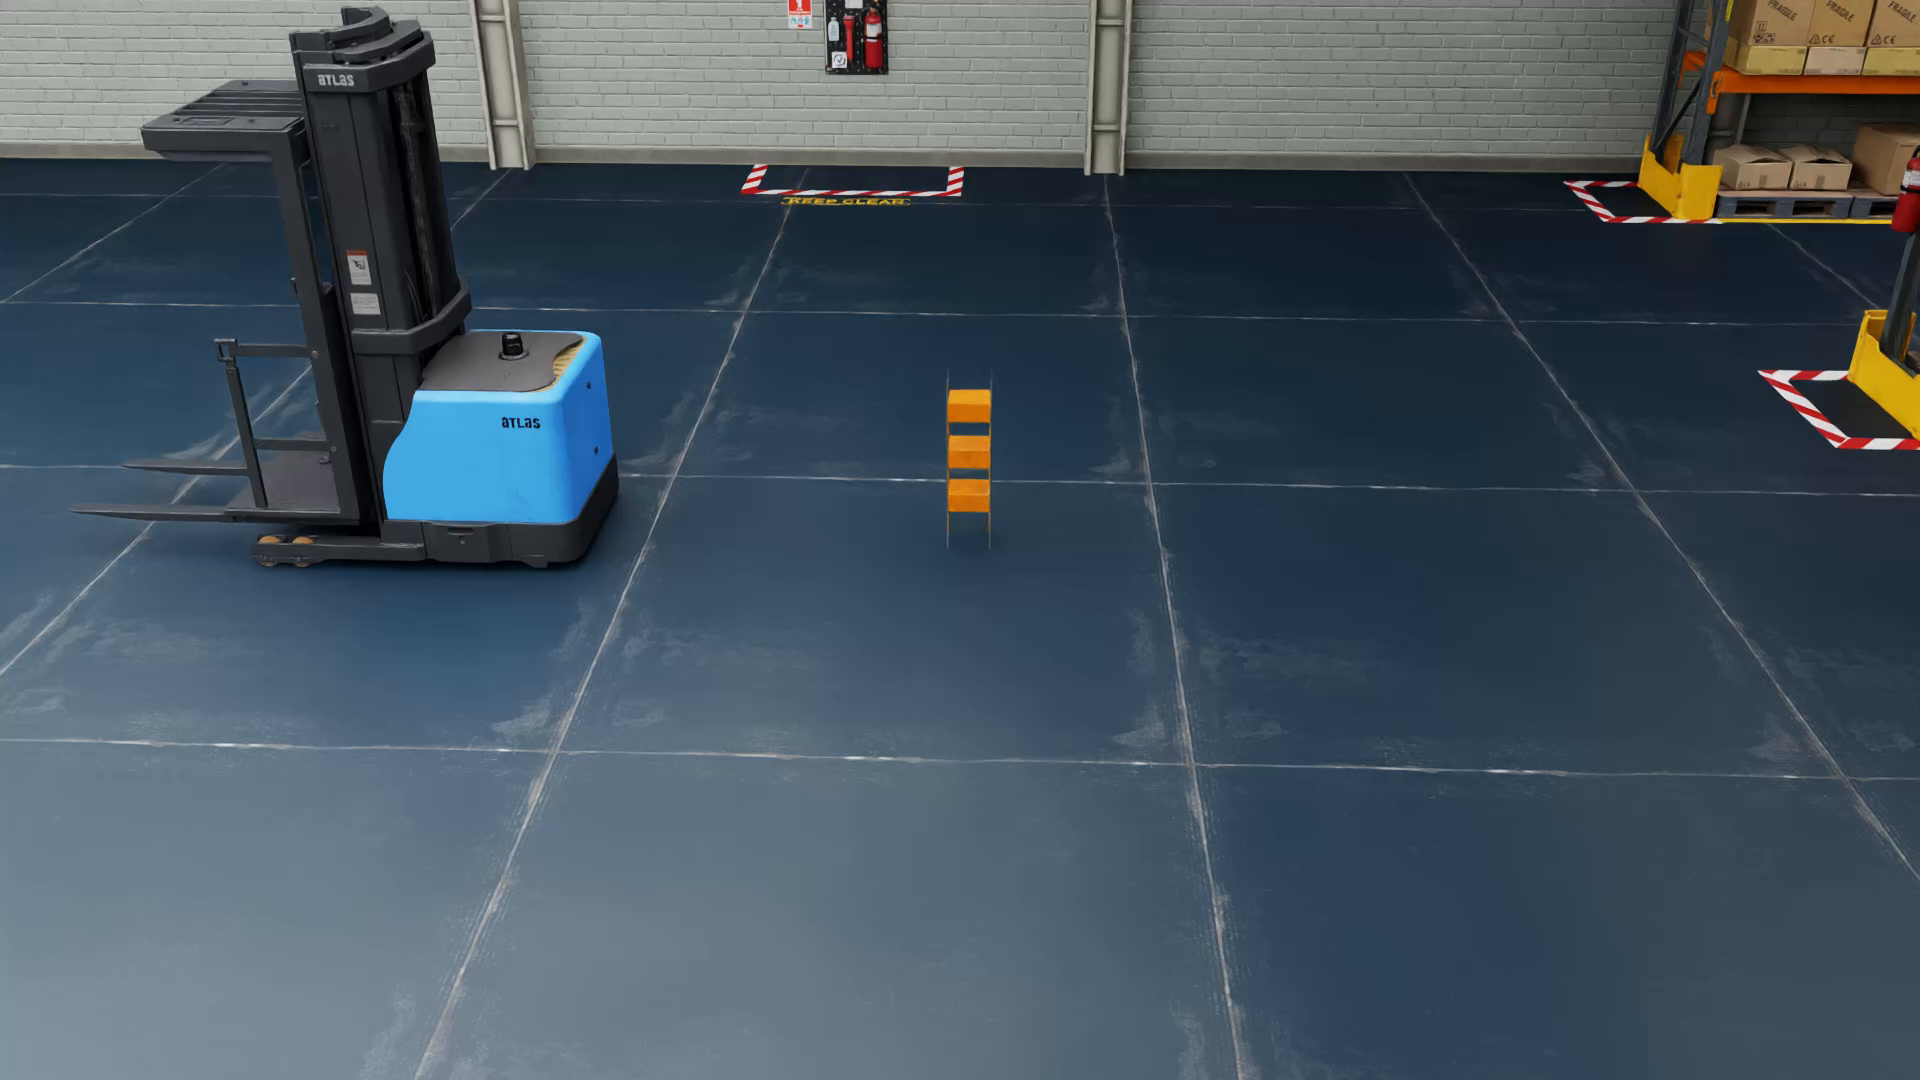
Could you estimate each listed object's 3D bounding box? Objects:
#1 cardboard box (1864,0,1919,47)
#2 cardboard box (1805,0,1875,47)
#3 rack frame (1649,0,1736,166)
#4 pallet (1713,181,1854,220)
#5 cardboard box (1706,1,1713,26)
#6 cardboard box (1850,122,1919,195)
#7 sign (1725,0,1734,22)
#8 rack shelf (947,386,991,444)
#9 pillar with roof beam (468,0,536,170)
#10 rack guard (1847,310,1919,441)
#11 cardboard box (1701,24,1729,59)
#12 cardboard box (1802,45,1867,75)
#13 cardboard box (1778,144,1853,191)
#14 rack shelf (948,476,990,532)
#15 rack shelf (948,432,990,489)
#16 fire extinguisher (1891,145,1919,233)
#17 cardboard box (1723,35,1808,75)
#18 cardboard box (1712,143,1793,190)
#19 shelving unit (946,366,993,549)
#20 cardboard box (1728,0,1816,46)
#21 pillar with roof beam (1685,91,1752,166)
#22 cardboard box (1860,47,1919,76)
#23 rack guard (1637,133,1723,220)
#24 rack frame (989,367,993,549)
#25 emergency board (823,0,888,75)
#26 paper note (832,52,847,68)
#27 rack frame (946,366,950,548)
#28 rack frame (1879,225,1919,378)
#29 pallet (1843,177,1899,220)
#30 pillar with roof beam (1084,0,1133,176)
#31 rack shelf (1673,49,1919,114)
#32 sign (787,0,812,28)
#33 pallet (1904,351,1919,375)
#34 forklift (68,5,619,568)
[{"bbox_3d":[8.192,-4.652,14.661,0.500,0.500,0.500,0,28,0],"label":"cardboard box"},{"bbox_3d":[7.676,-4.663,14.682,0.500,0.500,0.500,1,28,2],"label":"cardboard box"},{"bbox_3d":[6.716,-4.551,15.132,0.127,3.000,1.000,1,28,2],"label":"rack frame"},{"bbox_3d":[7.603,-3.287,15.726,1.213,0.211,1.003,1,28,2],"label":"pallet"},{"bbox_3d":[7.195,-4.916,15.160,0.500,0.500,0.500,1,28,1],"label":"cardboard box"},{"bbox_3d":[8.705,-3.542,15.429,0.500,0.500,0.700,-1,28,-1],"label":"cardboard box"},{"bbox_3d":[6.697,-4.679,14.450,0.005,0.325,0.100,1,28,2],"label":"sign"},{"bbox_3d":[0.053,-0.704,9.374,0.240,0.259,0.215,1,28,2],"label":"rack shelf"},{"bbox_3d":[-4.698,-5.778,11.042,0.400,9.000,9.100,1,28,2],"label":"pillar with roof beam"},{"bbox_3d":[6.521,-1.128,11.344,0.348,0.500,1.175,1,28,2],"label":"rack guard"},{"bbox_3d":[7.190,-4.576,15.319,0.500,0.250,0.500,1,28,3],"label":"cardboard box"},{"bbox_3d":[7.712,-4.335,14.863,0.500,0.250,0.500,0,28,0],"label":"cardboard box"},{"bbox_3d":[7.974,-3.494,15.540,0.500,0.311,0.500,3,28,6],"label":"cardboard box"},{"bbox_3d":[0.053,-0.208,9.638,0.240,0.259,0.215,1,28,2],"label":"rack shelf"},{"bbox_3d":[0.053,-0.454,9.507,0.240,0.259,0.215,1,28,2],"label":"rack shelf"},{"bbox_3d":[6.443,-2.417,11.190,0.183,0.674,0.296,1,28,2],"label":"fire extinguisher"},{"bbox_3d":[7.192,-4.337,14.867,0.500,0.250,0.500,0,28,0],"label":"cardboard box"},{"bbox_3d":[7.404,-3.504,15.558,0.500,0.311,0.500,-2,28,-4],"label":"cardboard box"},{"bbox_3d":[0.053,-0.463,9.502,0.252,1.050,0.215,1,28,2],"label":"shelving unit"},{"bbox_3d":[7.182,-4.676,14.706,0.500,0.500,0.500,1,28,2],"label":"cardboard box"},{"bbox_3d":[7.294,-5.580,10.668,0.400,9.000,9.100,1,28,2],"label":"pillar with roof beam"},{"bbox_3d":[8.221,-4.323,14.842,0.500,0.250,0.500,1,28,1],"label":"cardboard box"},{"bbox_3d":[6.792,-3.445,15.715,0.348,0.500,1.175,1,28,2],"label":"rack guard"},{"bbox_3d":[0.175,-0.461,9.499,0.008,1.050,0.200,1,28,2],"label":"rack frame"},{"bbox_3d":[-1.018,-5.102,16.172,0.643,1.169,0.194,1,28,2],"label":"emergency board"},{"bbox_3d":[-1.193,-4.748,16.445,0.142,0.148,0.016,1,28,2],"label":"paper note"},{"bbox_3d":[-0.068,-0.465,9.506,0.008,1.050,0.200,1,28,2],"label":"rack frame"},{"bbox_3d":[6.545,-2.232,10.758,0.127,3.000,1.000,1,28,2],"label":"rack frame"},{"bbox_3d":[8.819,-3.266,15.686,1.213,0.211,1.003,1,28,2],"label":"pallet"},{"bbox_3d":[1.298,-5.679,10.855,0.400,9.000,9.100,1,28,2],"label":"pillar with roof beam"},{"bbox_3d":[8.715,-4.200,15.238,4.000,0.370,1.077,1,28,2],"label":"rack shelf"},{"bbox_3d":[-1.567,-5.175,16.272,0.234,0.329,0.001,1,28,2],"label":"sign"},{"bbox_3d":[7.311,-1.007,11.424,1.213,0.211,1.003,1,28,2],"label":"pallet"},{"bbox_3d":[-3.625,-1.388,9.239,3.031,2.935,1.130,1,28,3],"label":"forklift"}]
